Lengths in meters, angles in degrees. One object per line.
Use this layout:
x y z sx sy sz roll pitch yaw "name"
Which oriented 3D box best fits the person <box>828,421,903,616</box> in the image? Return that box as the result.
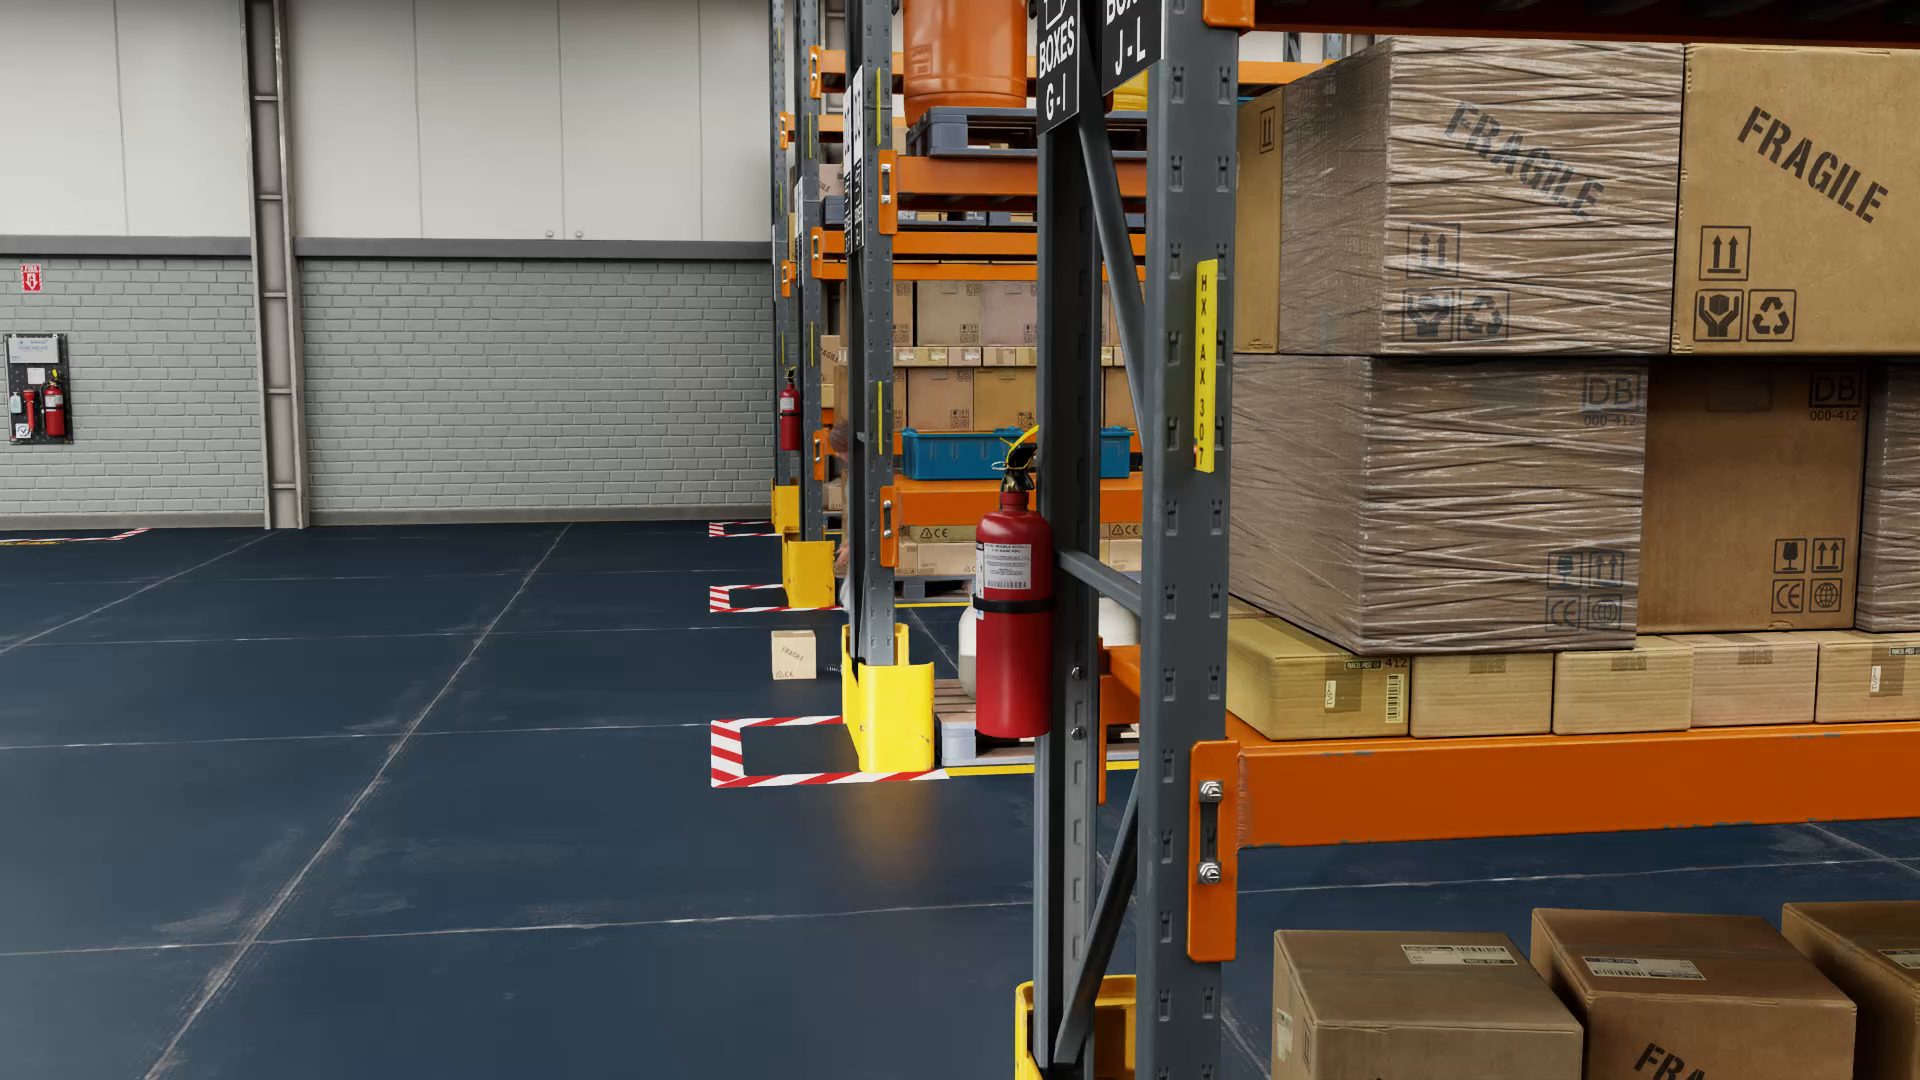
-0.560 0.063 9.905 0.436 1.511 0.437 -1 7 -7 "person"
